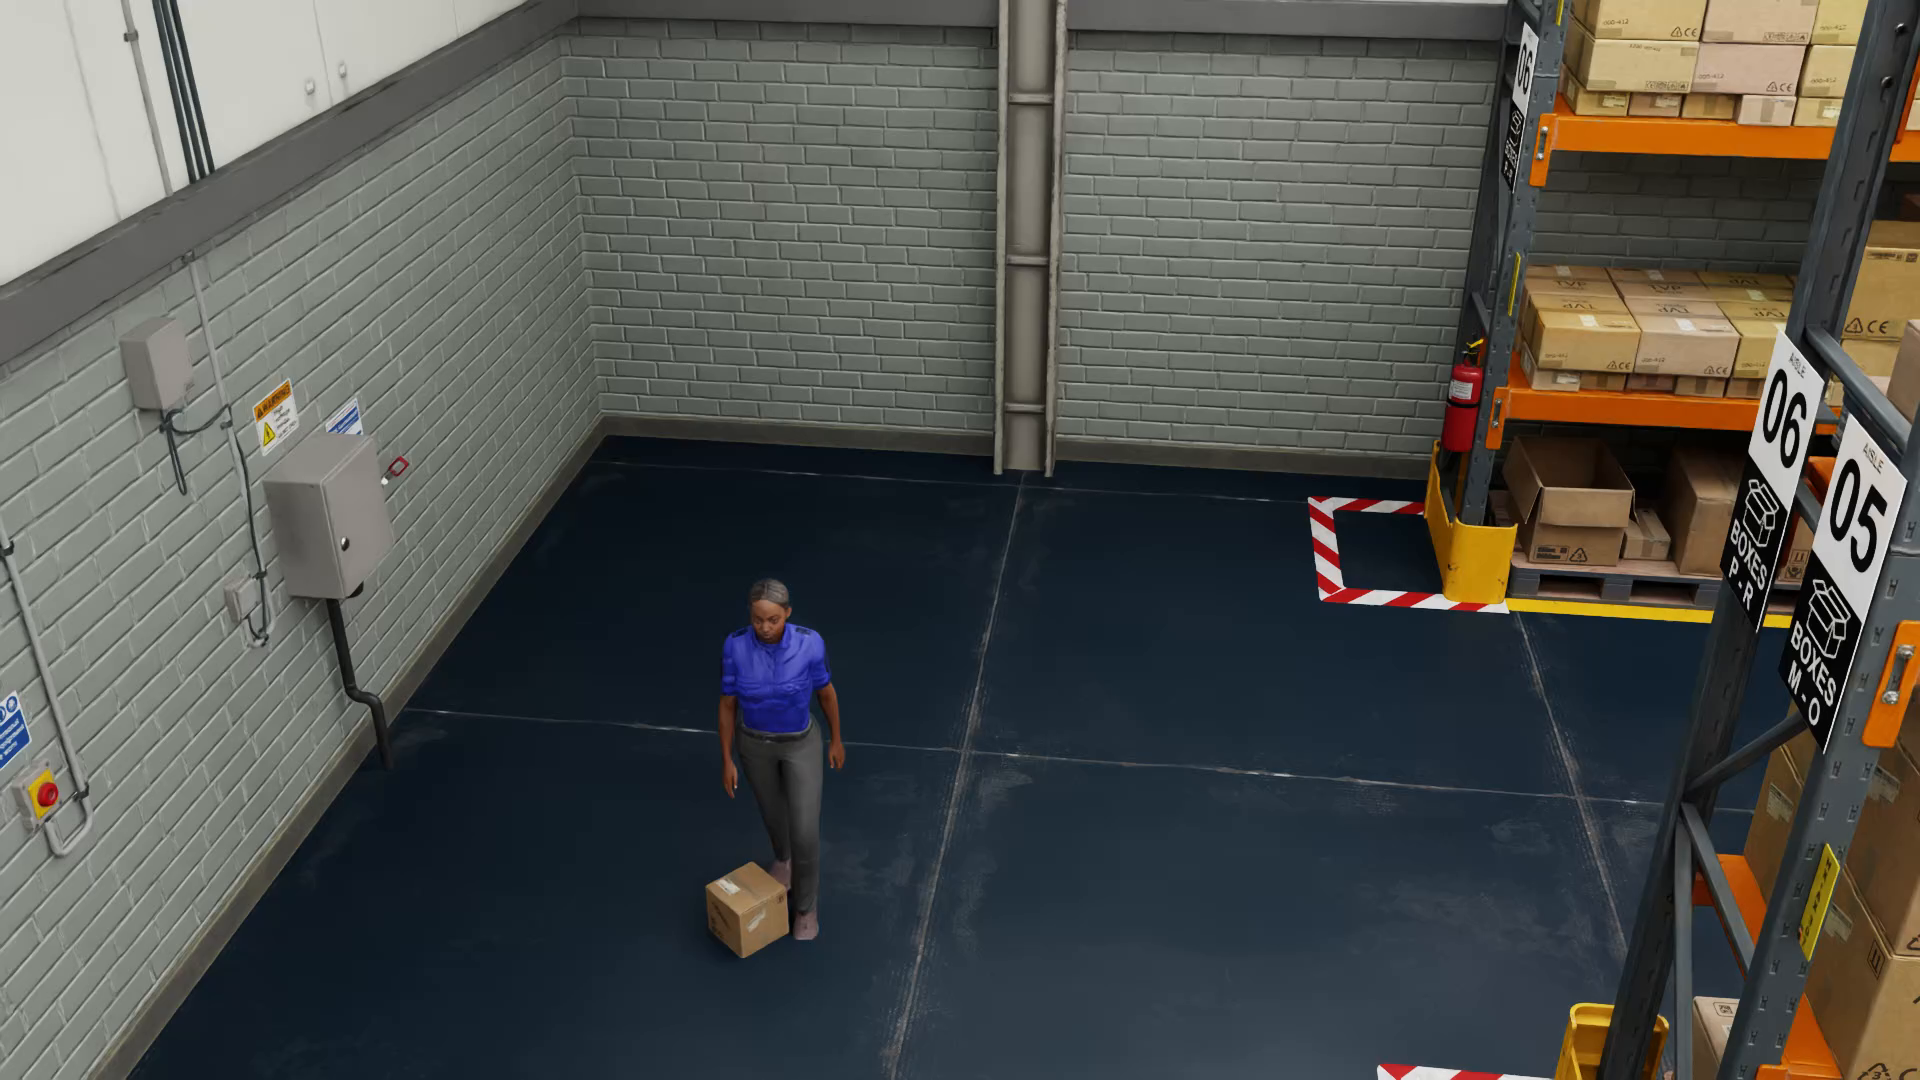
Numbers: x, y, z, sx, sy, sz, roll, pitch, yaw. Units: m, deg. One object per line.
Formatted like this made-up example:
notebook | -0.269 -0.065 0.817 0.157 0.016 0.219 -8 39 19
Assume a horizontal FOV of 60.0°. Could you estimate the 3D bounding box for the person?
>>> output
person | -0.745 0.906 7.023 0.504 1.734 0.581 1 29 3
